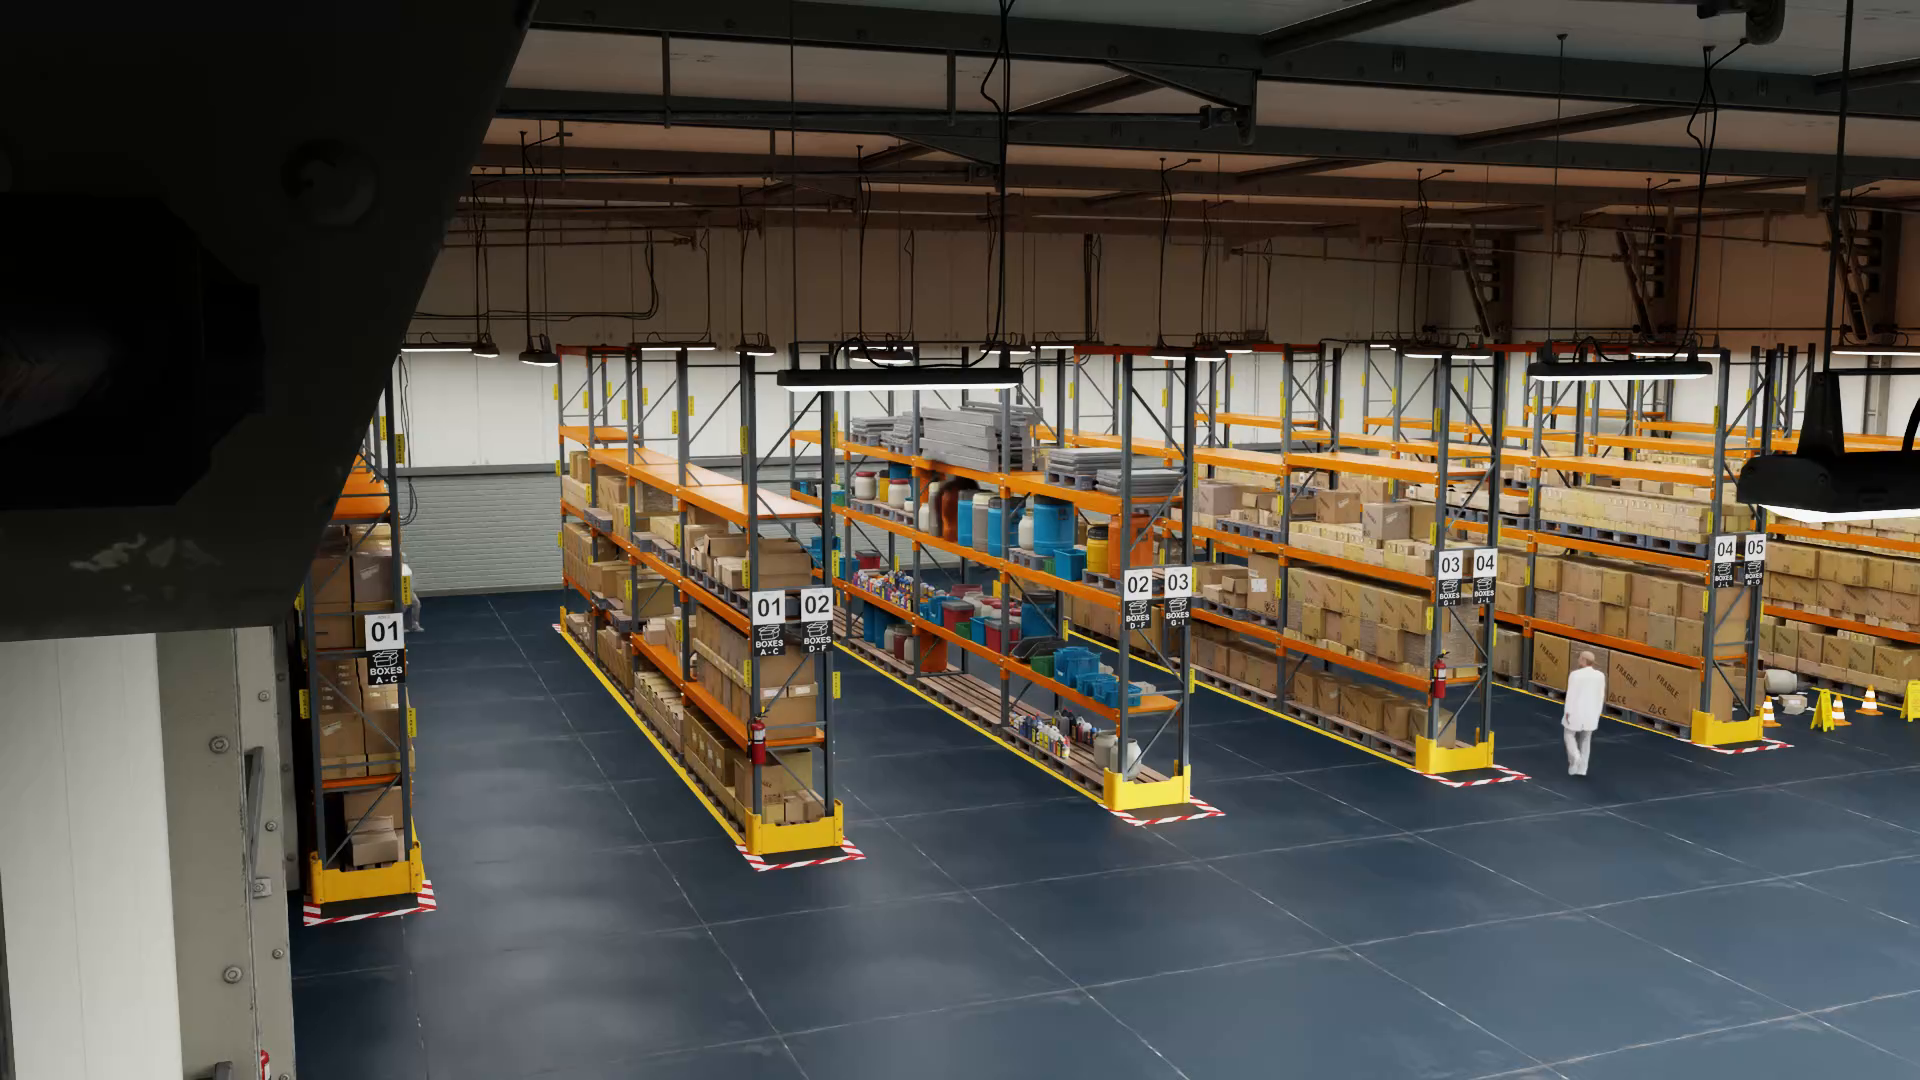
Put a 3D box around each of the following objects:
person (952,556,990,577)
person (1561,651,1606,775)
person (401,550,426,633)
[{"bbox_3d":[0.282,0.104,42.494,0.983,1.693,0.605,-6,9,-39],"label":"person"},{"bbox_3d":[8.821,2.455,23.515,0.566,1.768,0.604,2,7,14],"label":"person"},{"bbox_3d":[-11.508,1.079,34.535,0.587,1.778,0.628,0,7,-1],"label":"person"}]
